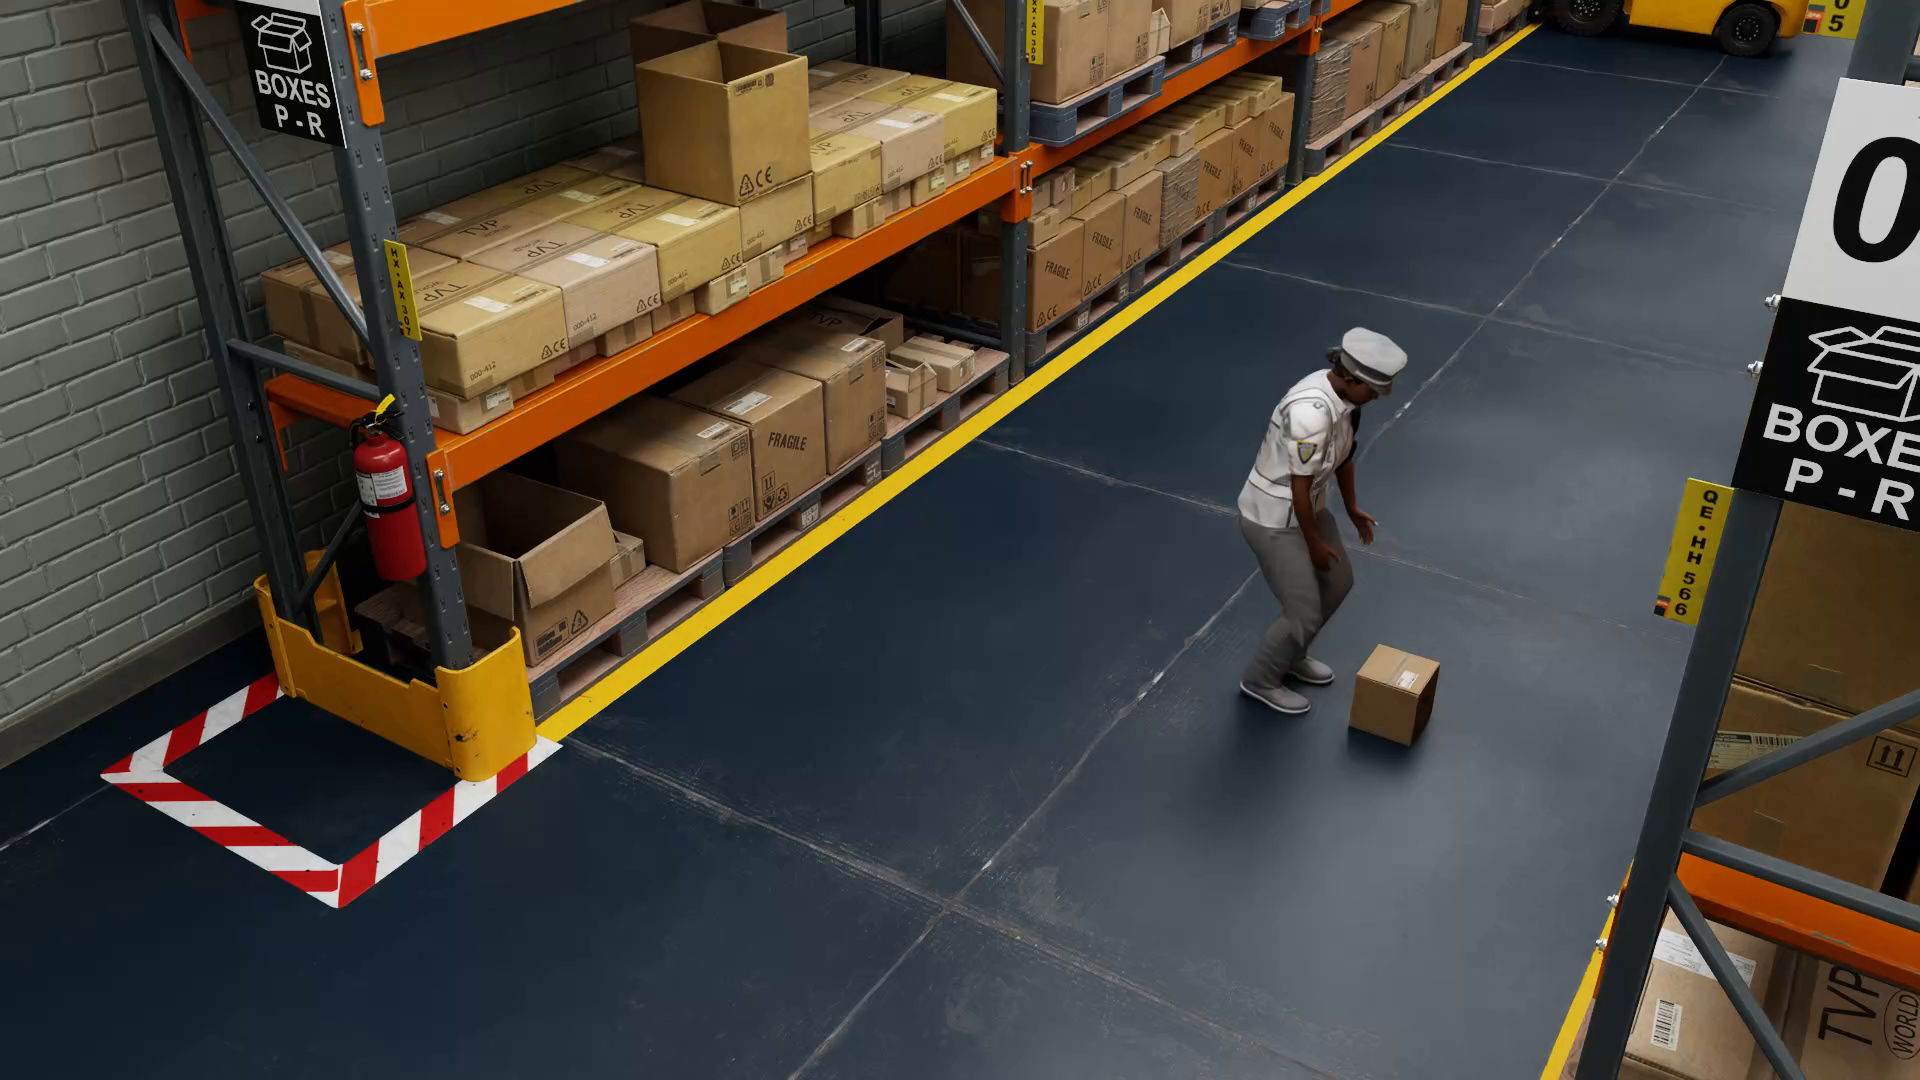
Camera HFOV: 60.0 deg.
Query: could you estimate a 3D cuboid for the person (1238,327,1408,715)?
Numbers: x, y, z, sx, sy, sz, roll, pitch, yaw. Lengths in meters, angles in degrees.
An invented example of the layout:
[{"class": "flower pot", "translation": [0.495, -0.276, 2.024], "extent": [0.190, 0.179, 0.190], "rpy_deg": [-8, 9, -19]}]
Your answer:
[{"class": "person", "translation": [1.353, -0.084, 6.384], "extent": [0.541, 1.563, 0.476], "rpy_deg": [19, 35, 28]}]
